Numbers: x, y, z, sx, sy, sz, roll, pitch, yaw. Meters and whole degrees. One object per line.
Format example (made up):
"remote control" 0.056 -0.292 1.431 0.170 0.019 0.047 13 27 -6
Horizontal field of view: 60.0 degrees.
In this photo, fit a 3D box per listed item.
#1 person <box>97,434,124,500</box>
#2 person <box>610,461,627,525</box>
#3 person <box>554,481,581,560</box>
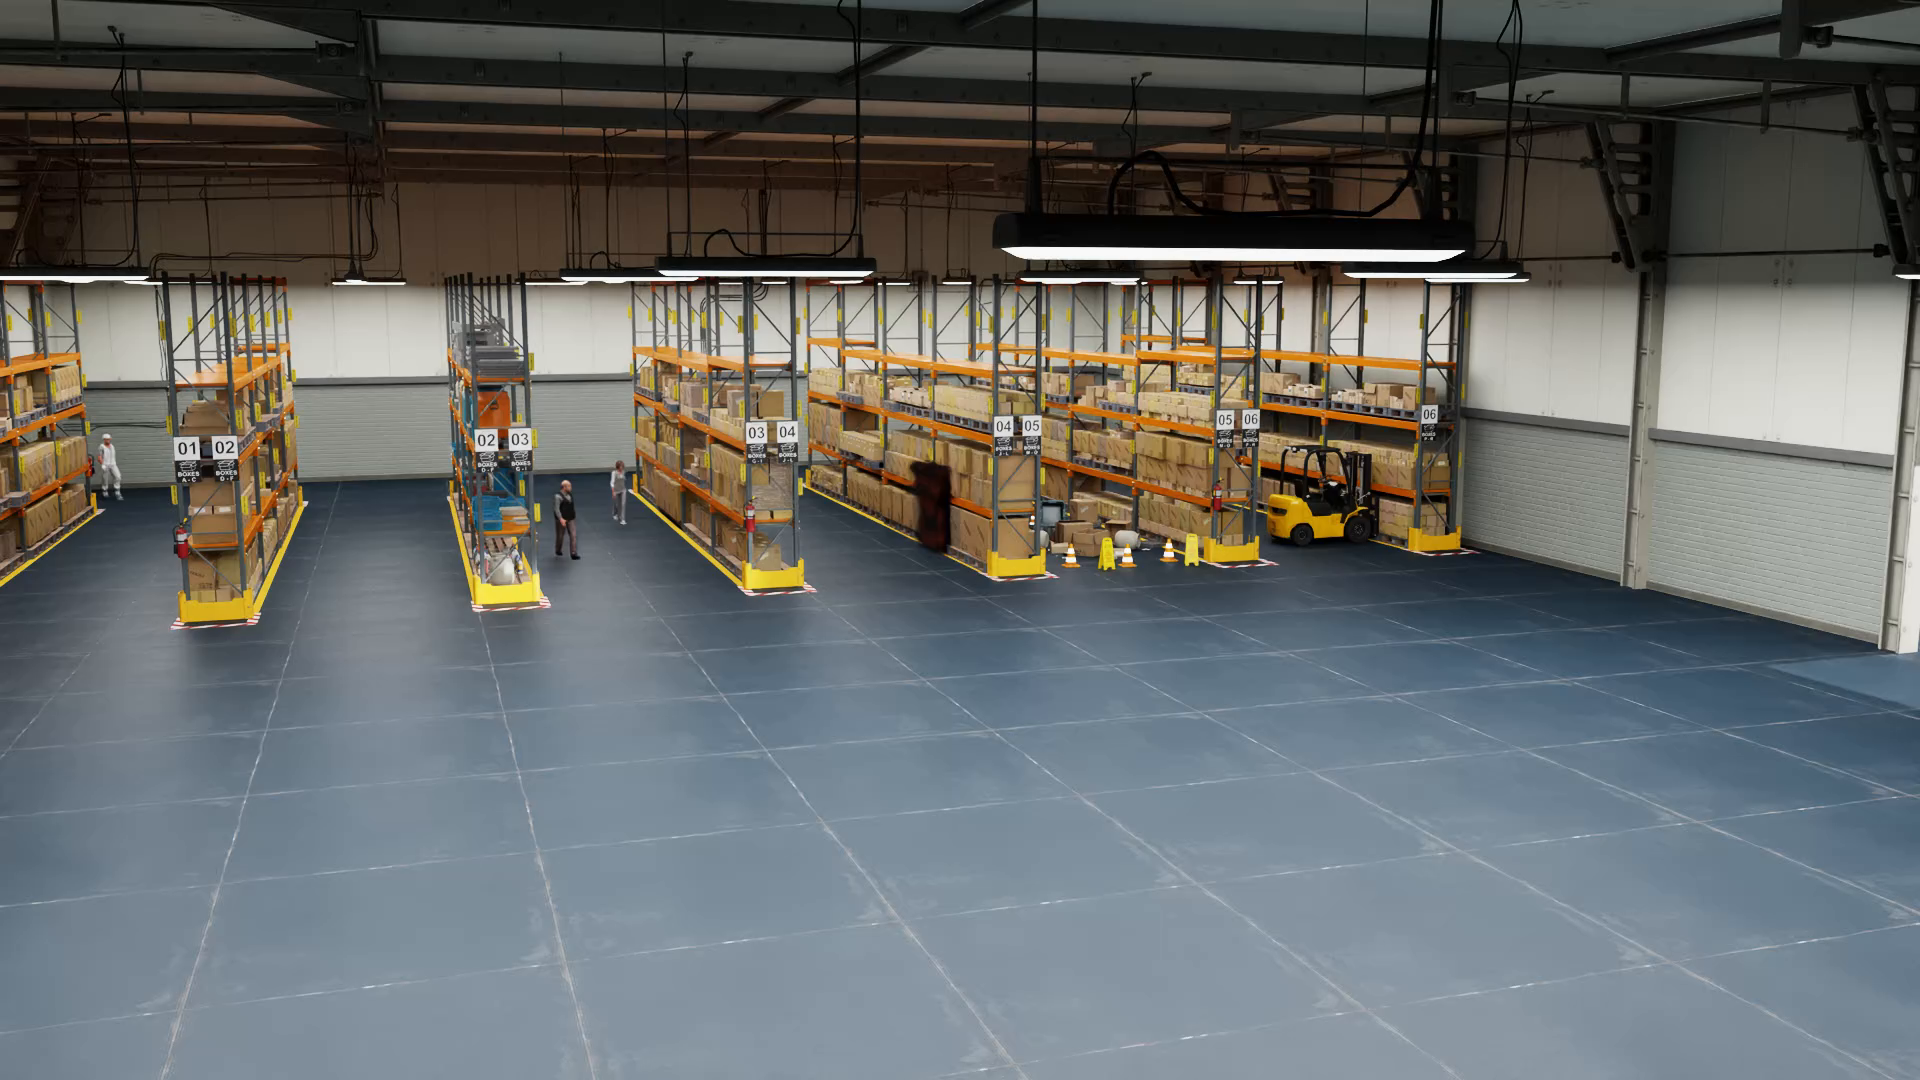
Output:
"person" -23.176 -1.982 45.247 0.701 1.812 0.546 7 11 38
"person" -8.355 -1.174 40.647 0.405 1.553 0.823 -3 9 -20
"person" -8.394 -0.422 35.308 0.489 1.687 1.000 -5 10 -30
